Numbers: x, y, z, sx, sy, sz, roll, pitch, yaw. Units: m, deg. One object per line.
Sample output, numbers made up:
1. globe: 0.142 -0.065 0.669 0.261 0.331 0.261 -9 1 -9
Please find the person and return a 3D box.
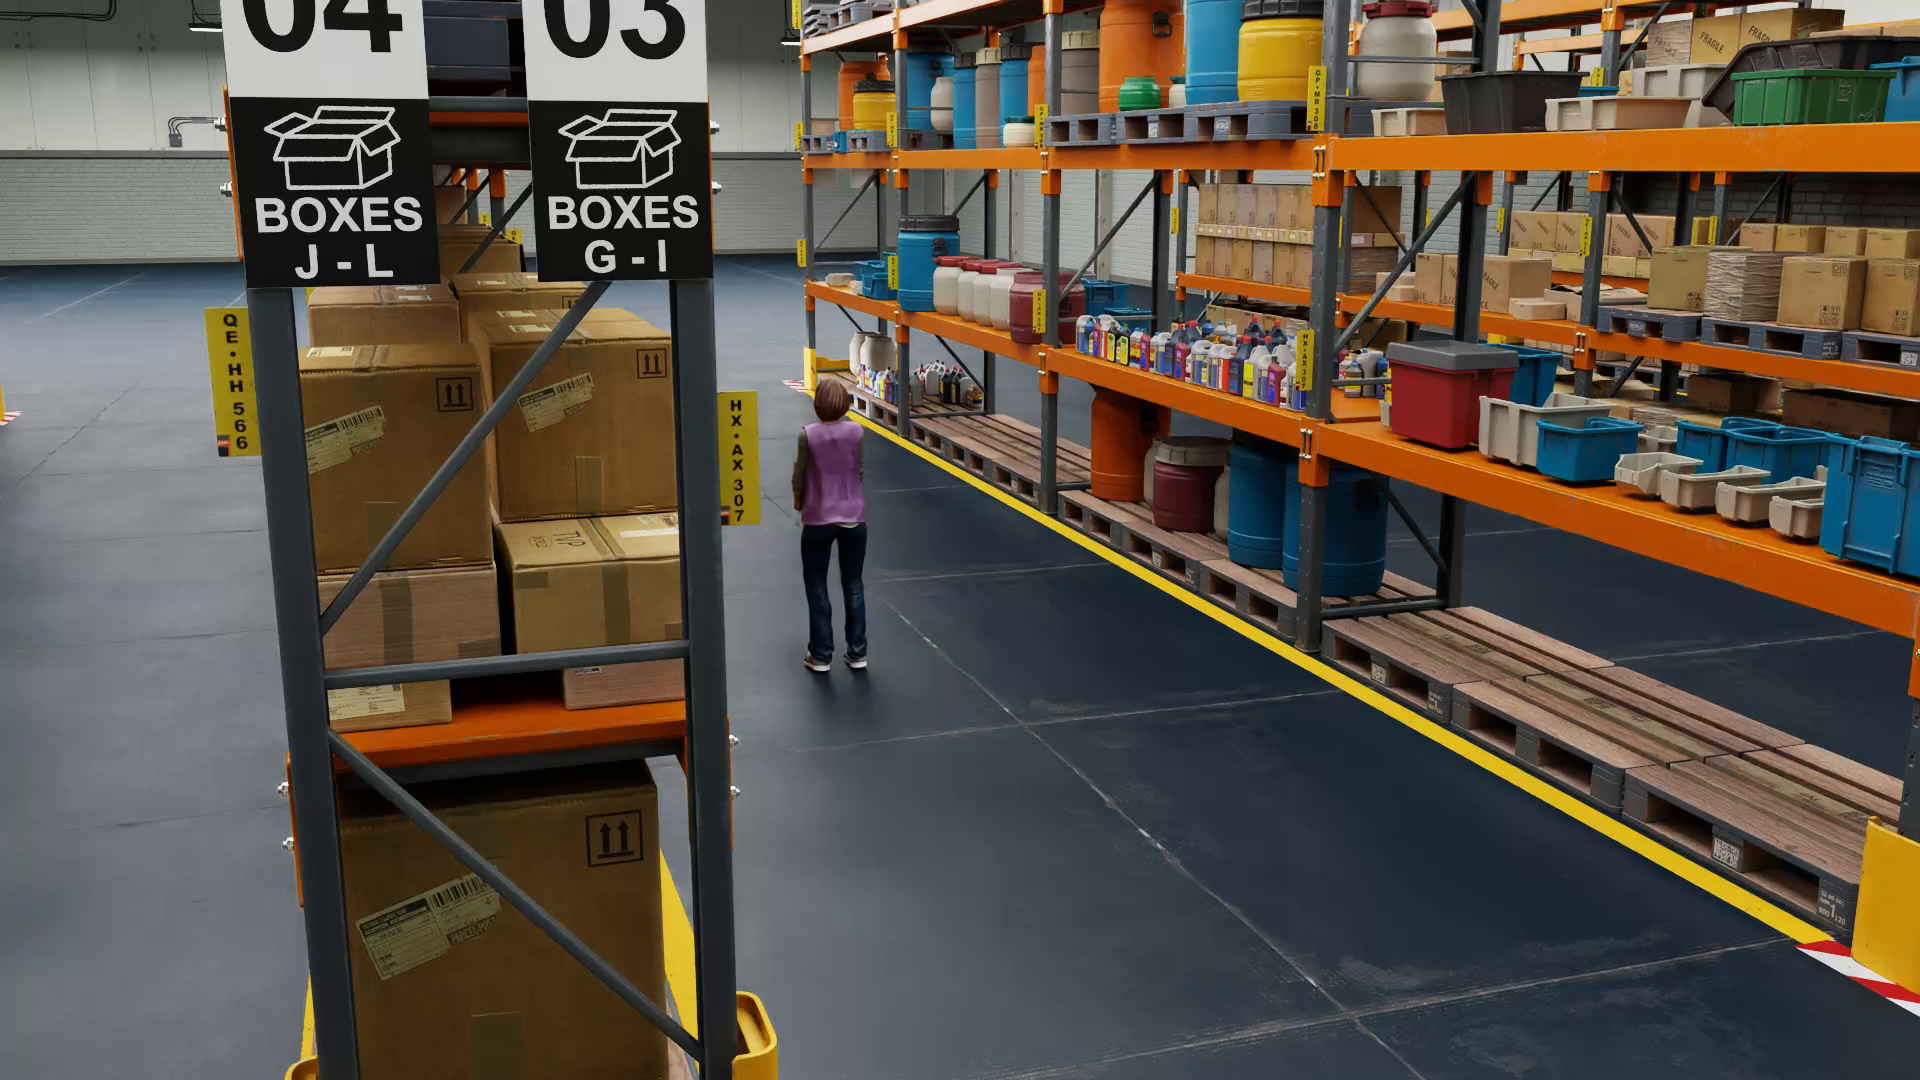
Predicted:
1. person: -0.704 -0.099 8.949 0.406 1.588 0.500 -4 13 -18
